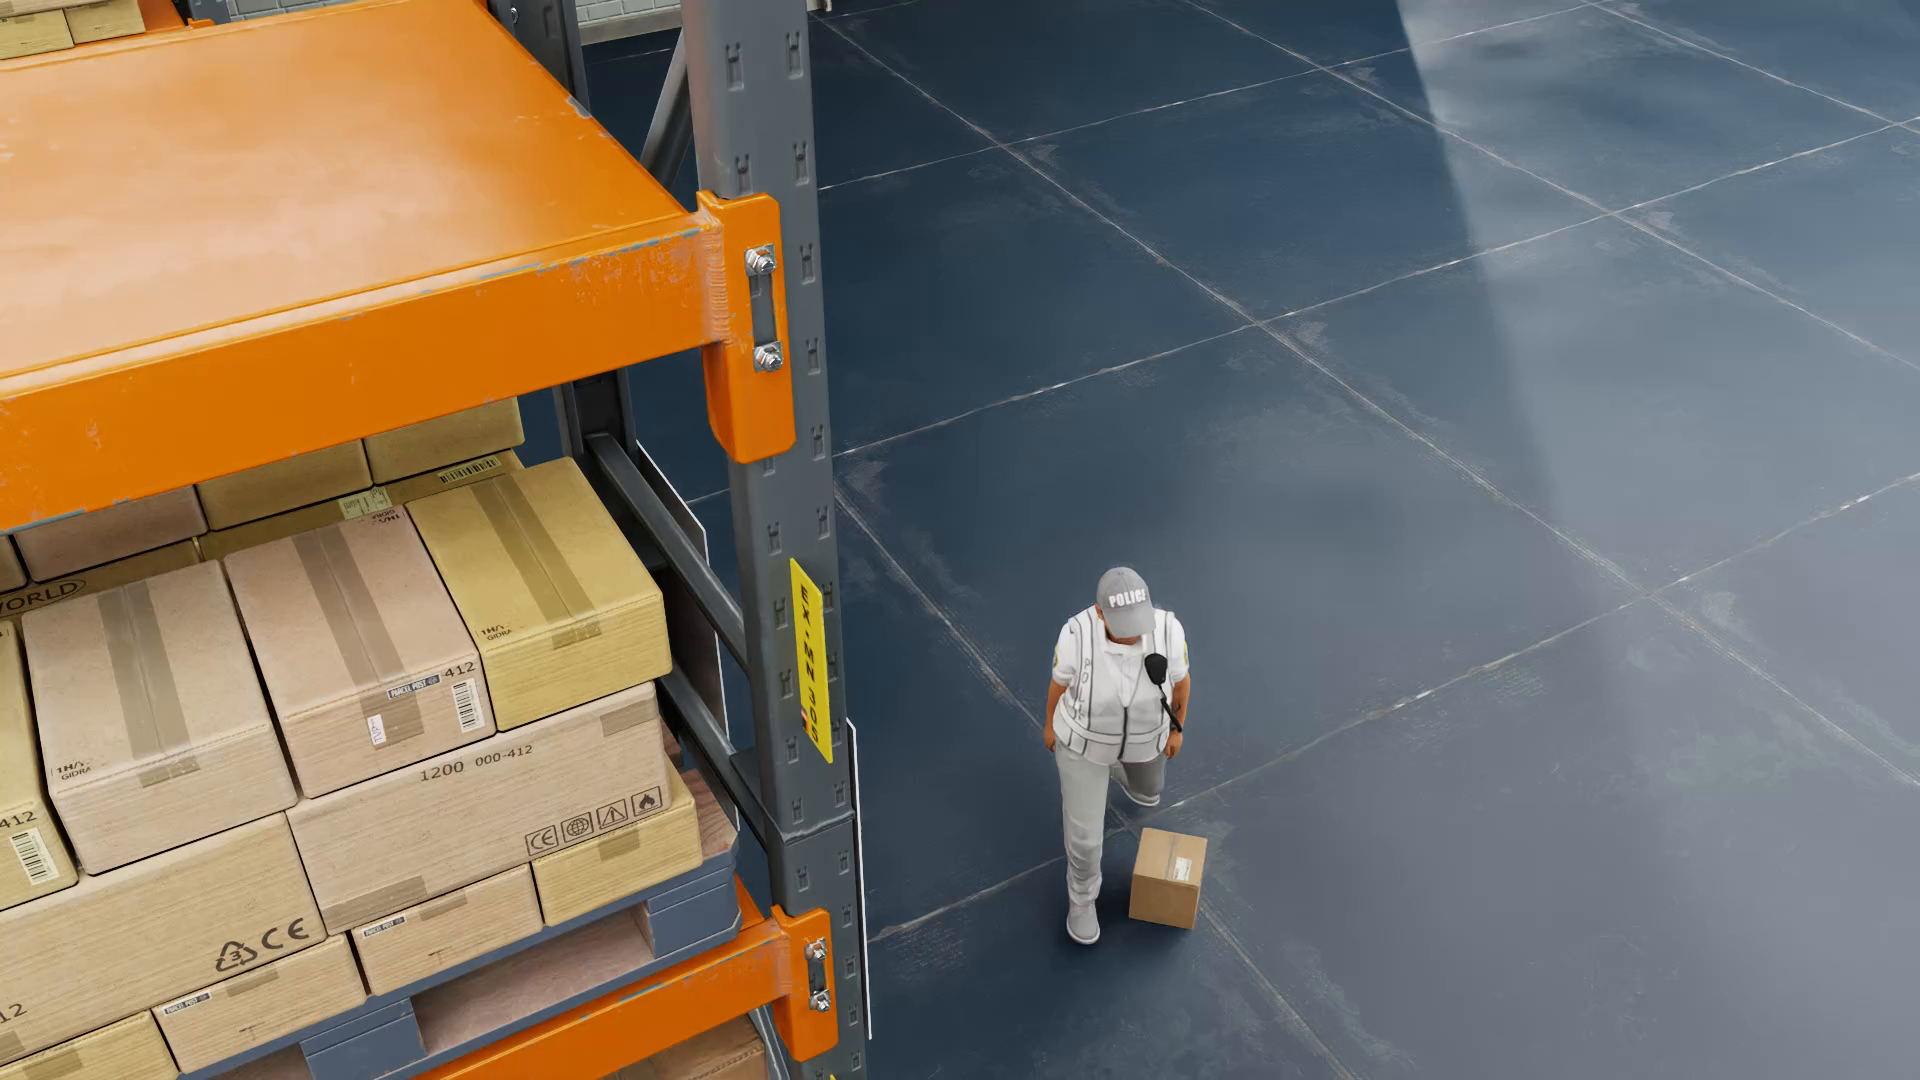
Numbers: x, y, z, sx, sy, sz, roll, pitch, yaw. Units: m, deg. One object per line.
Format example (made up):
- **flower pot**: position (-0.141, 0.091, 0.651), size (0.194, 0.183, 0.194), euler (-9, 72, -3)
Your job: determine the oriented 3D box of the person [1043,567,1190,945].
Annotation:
- **person**: position (0.574, 0.629, 6.102), size (0.538, 1.603, 0.849), euler (-4, 37, -5)
